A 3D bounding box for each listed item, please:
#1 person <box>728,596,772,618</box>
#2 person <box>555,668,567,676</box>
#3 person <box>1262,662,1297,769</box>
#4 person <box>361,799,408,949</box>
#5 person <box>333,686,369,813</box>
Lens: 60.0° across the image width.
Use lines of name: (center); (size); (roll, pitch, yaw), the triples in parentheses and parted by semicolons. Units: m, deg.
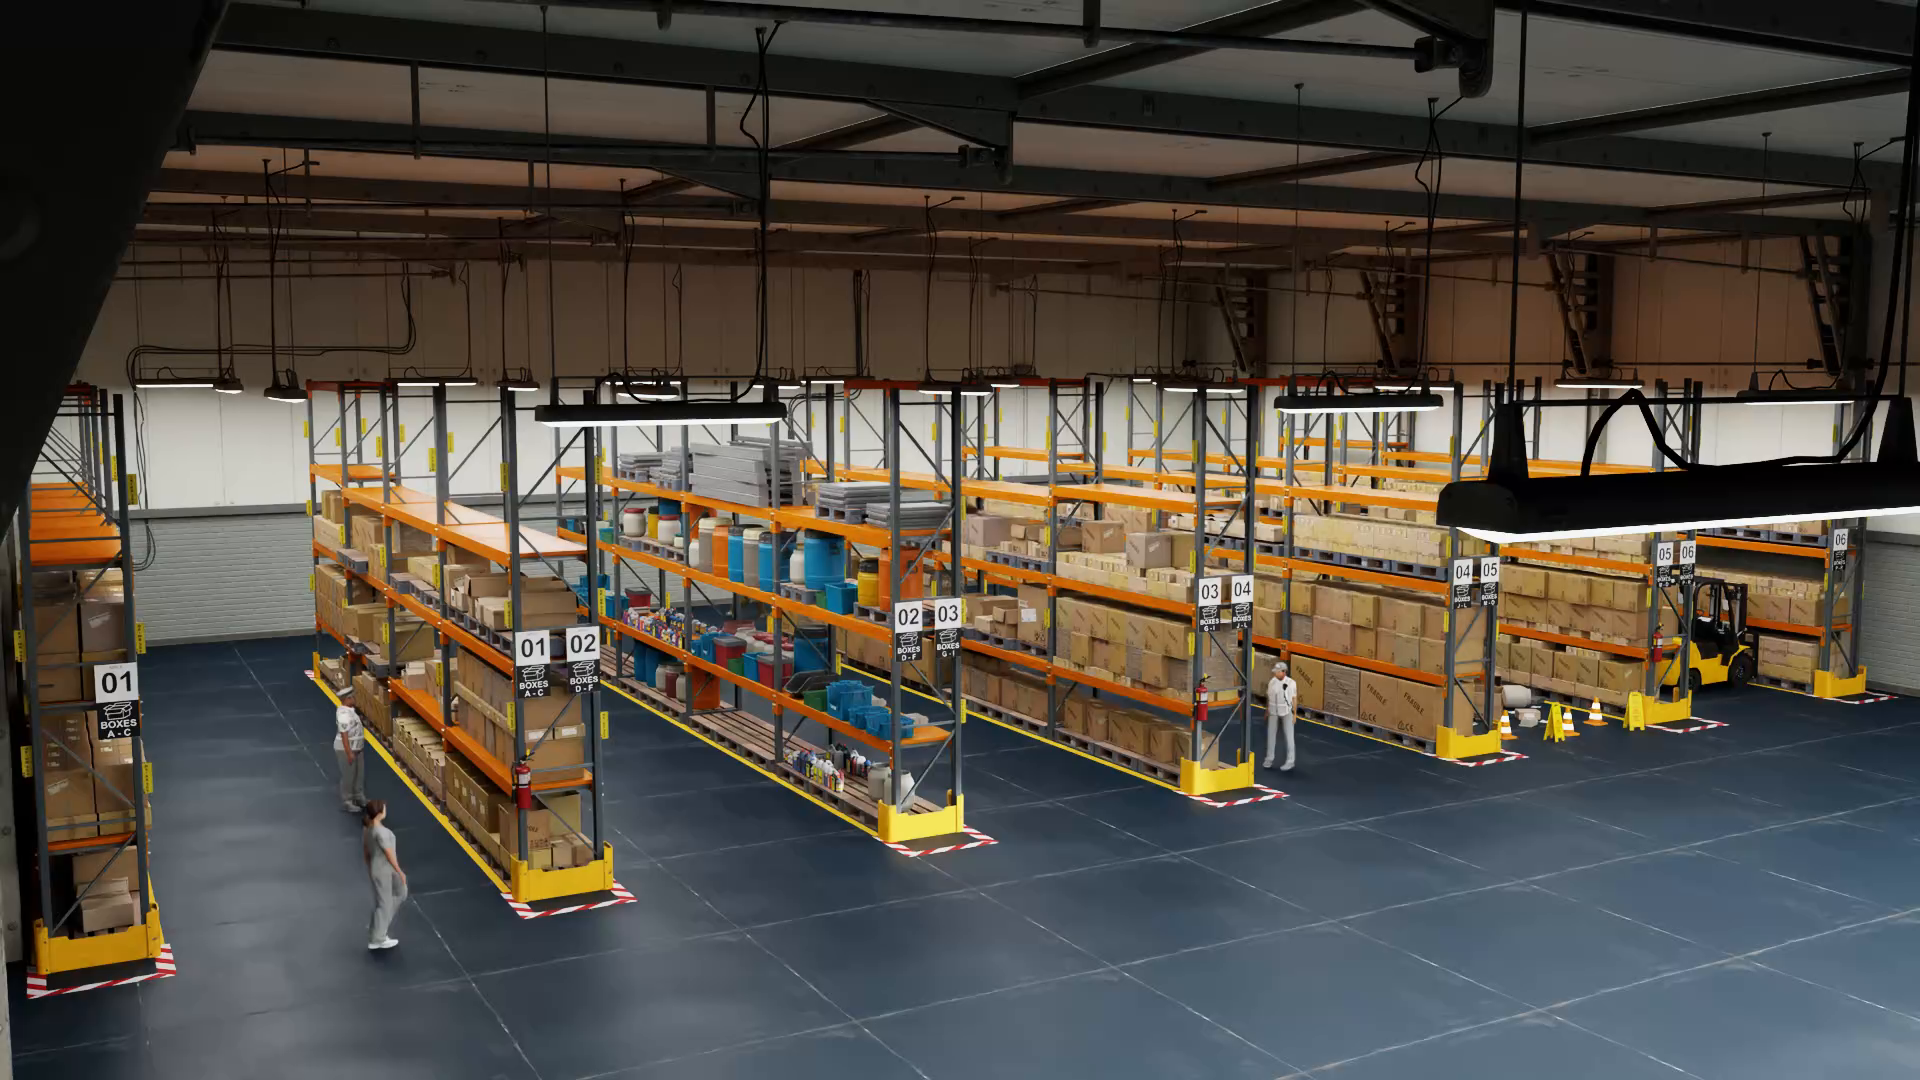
person: (-5.193, 1.094, 41.176); (1.112, 1.727, 0.693); (-1, 6, -5)
person: (-6.862, 2.586, 28.256); (0.434, 1.473, 0.624); (-4, 7, -32)
person: (4.997, 2.733, 26.019); (0.520, 1.668, 0.445); (4, 7, 33)
person: (-6.190, 3.582, 17.908); (0.454, 1.655, 0.471); (-2, 6, -19)
person: (-8.621, 2.954, 23.581); (0.465, 1.774, 0.600); (0, 6, 3)
